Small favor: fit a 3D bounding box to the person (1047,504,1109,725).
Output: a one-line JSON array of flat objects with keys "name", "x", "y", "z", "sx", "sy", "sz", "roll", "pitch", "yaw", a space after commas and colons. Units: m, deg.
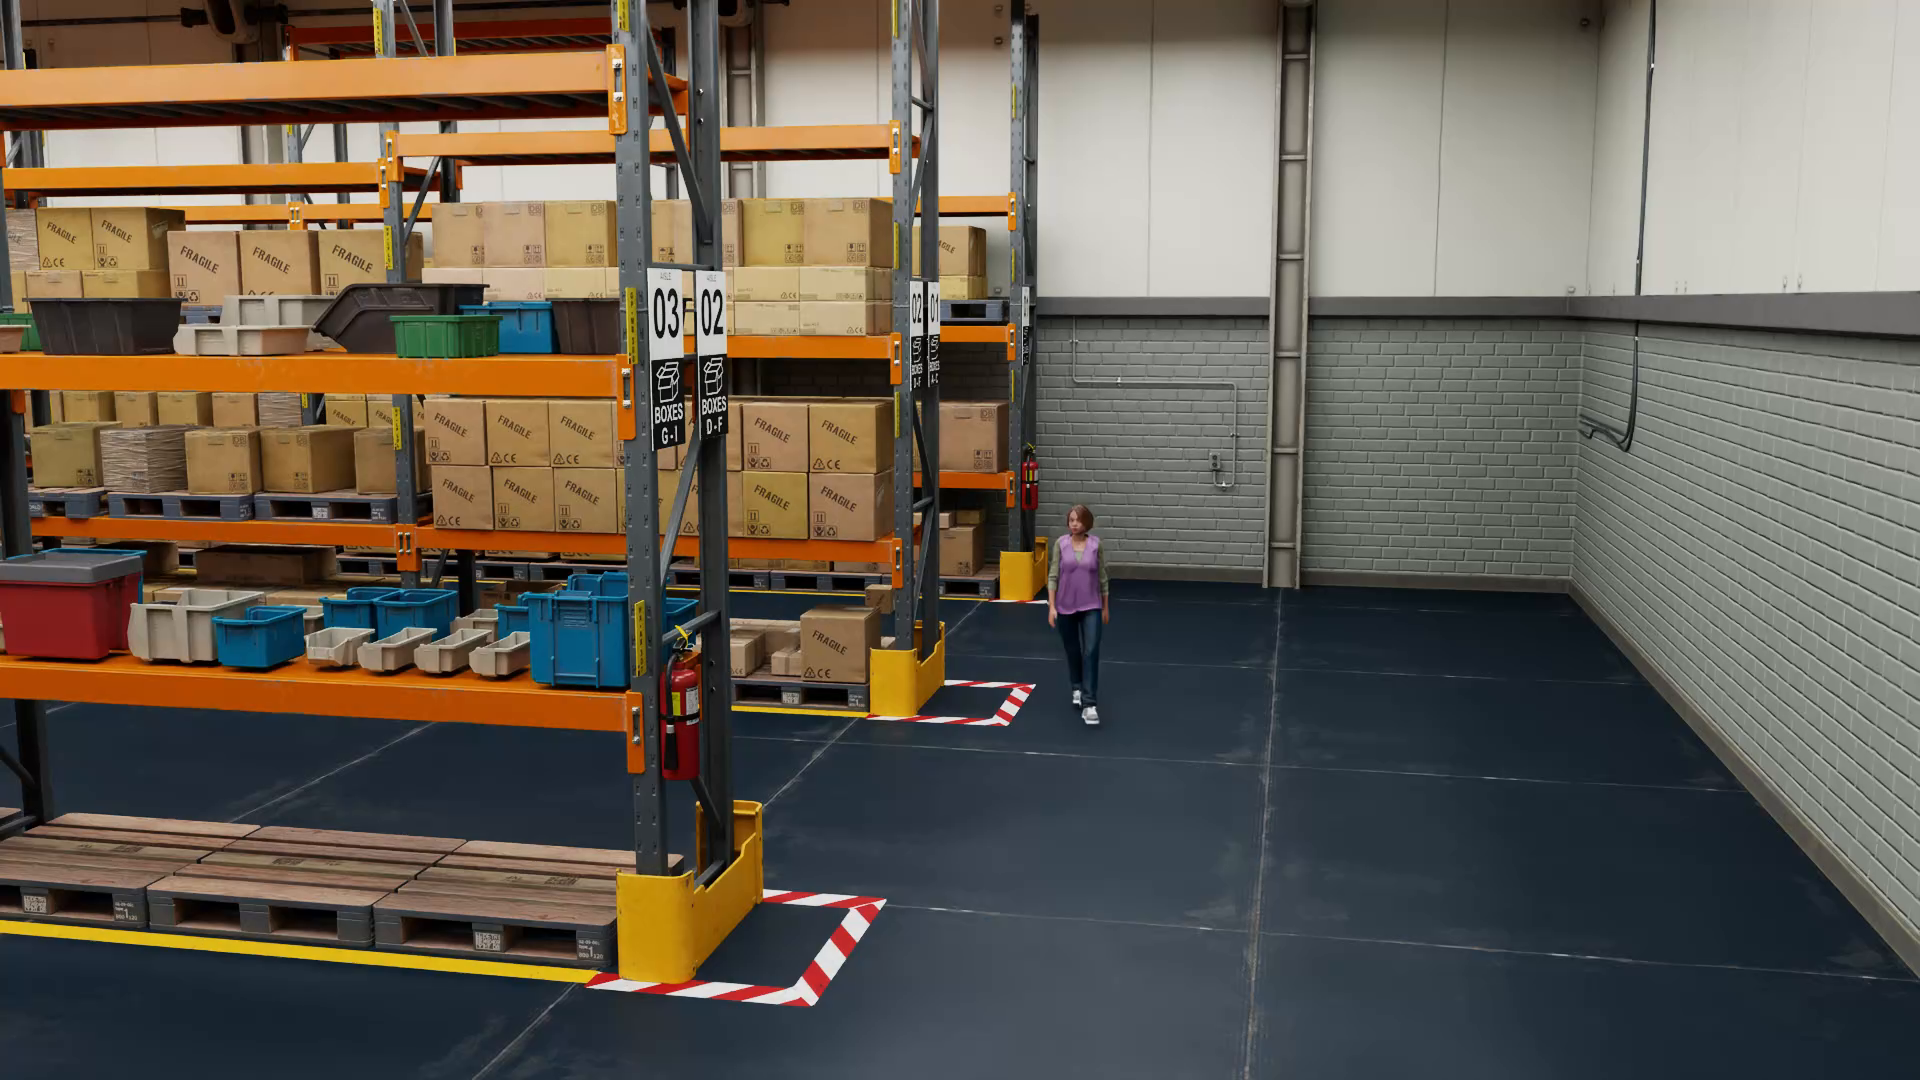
[{"name": "person", "x": 0.862, "y": 0.512, "z": 12.202, "sx": 0.453, "sy": 1.547, "sz": 0.892, "roll": 1, "pitch": 8, "yaw": 8}]
